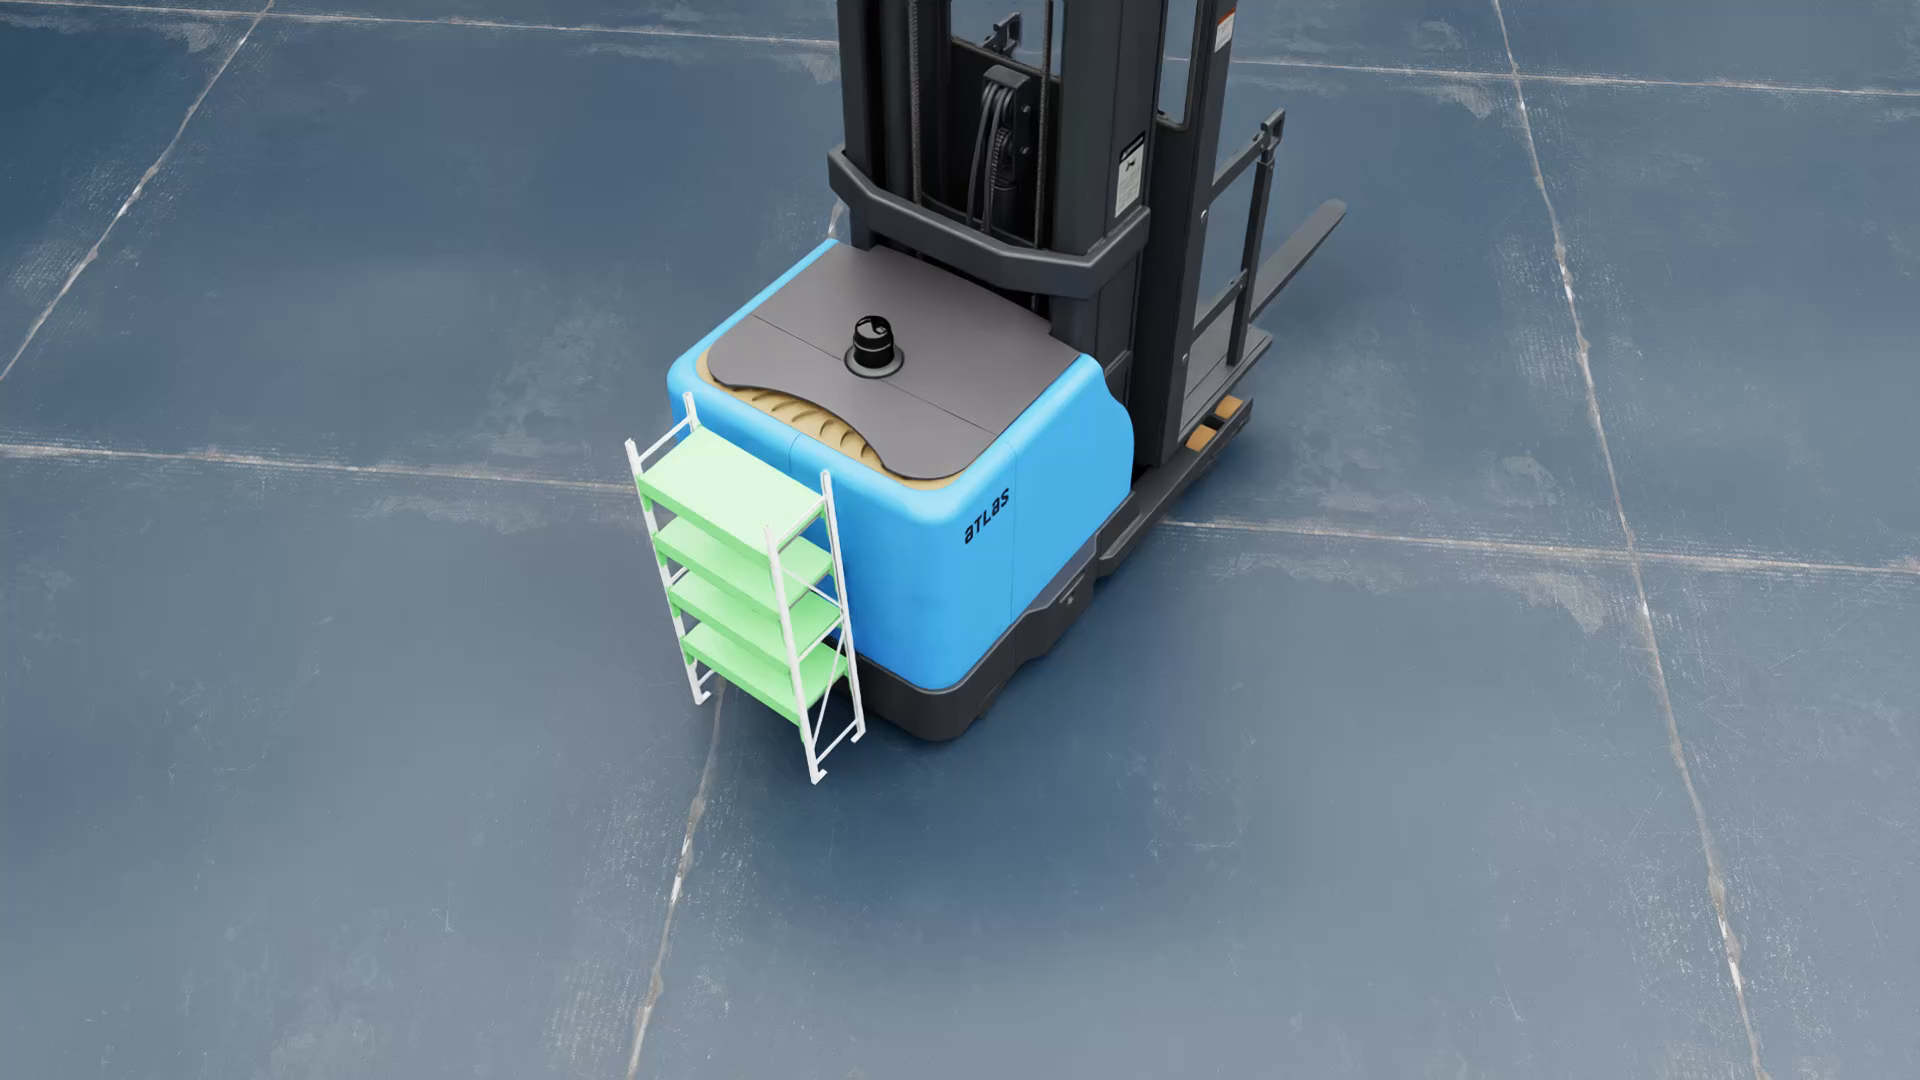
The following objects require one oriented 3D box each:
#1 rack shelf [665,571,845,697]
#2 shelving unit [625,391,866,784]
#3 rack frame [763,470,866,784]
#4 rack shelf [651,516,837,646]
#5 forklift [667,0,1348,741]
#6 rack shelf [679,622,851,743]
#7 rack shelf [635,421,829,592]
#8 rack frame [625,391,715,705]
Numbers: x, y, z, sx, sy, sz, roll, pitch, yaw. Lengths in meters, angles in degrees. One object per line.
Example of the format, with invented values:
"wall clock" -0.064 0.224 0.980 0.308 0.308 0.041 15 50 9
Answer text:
"rack shelf" -0.584 0.213 4.819 0.480 0.148 0.258 30 57 24
"shelving unit" -0.586 0.172 4.770 0.503 1.200 0.258 30 57 24
"rack frame" -0.394 0.282 4.669 0.015 1.200 0.240 30 57 24
"rack shelf" -0.592 0.059 4.636 0.480 0.148 0.258 30 57 24
"forklift" 0.407 -1.426 5.068 1.130 2.935 3.031 28 53 23
"rack shelf" -0.576 0.367 5.003 0.480 0.148 0.258 30 57 24
"rack shelf" -0.600 -0.096 4.452 0.480 0.148 0.258 30 57 24
"rack frame" -0.779 0.062 4.871 0.015 1.200 0.240 30 57 24
